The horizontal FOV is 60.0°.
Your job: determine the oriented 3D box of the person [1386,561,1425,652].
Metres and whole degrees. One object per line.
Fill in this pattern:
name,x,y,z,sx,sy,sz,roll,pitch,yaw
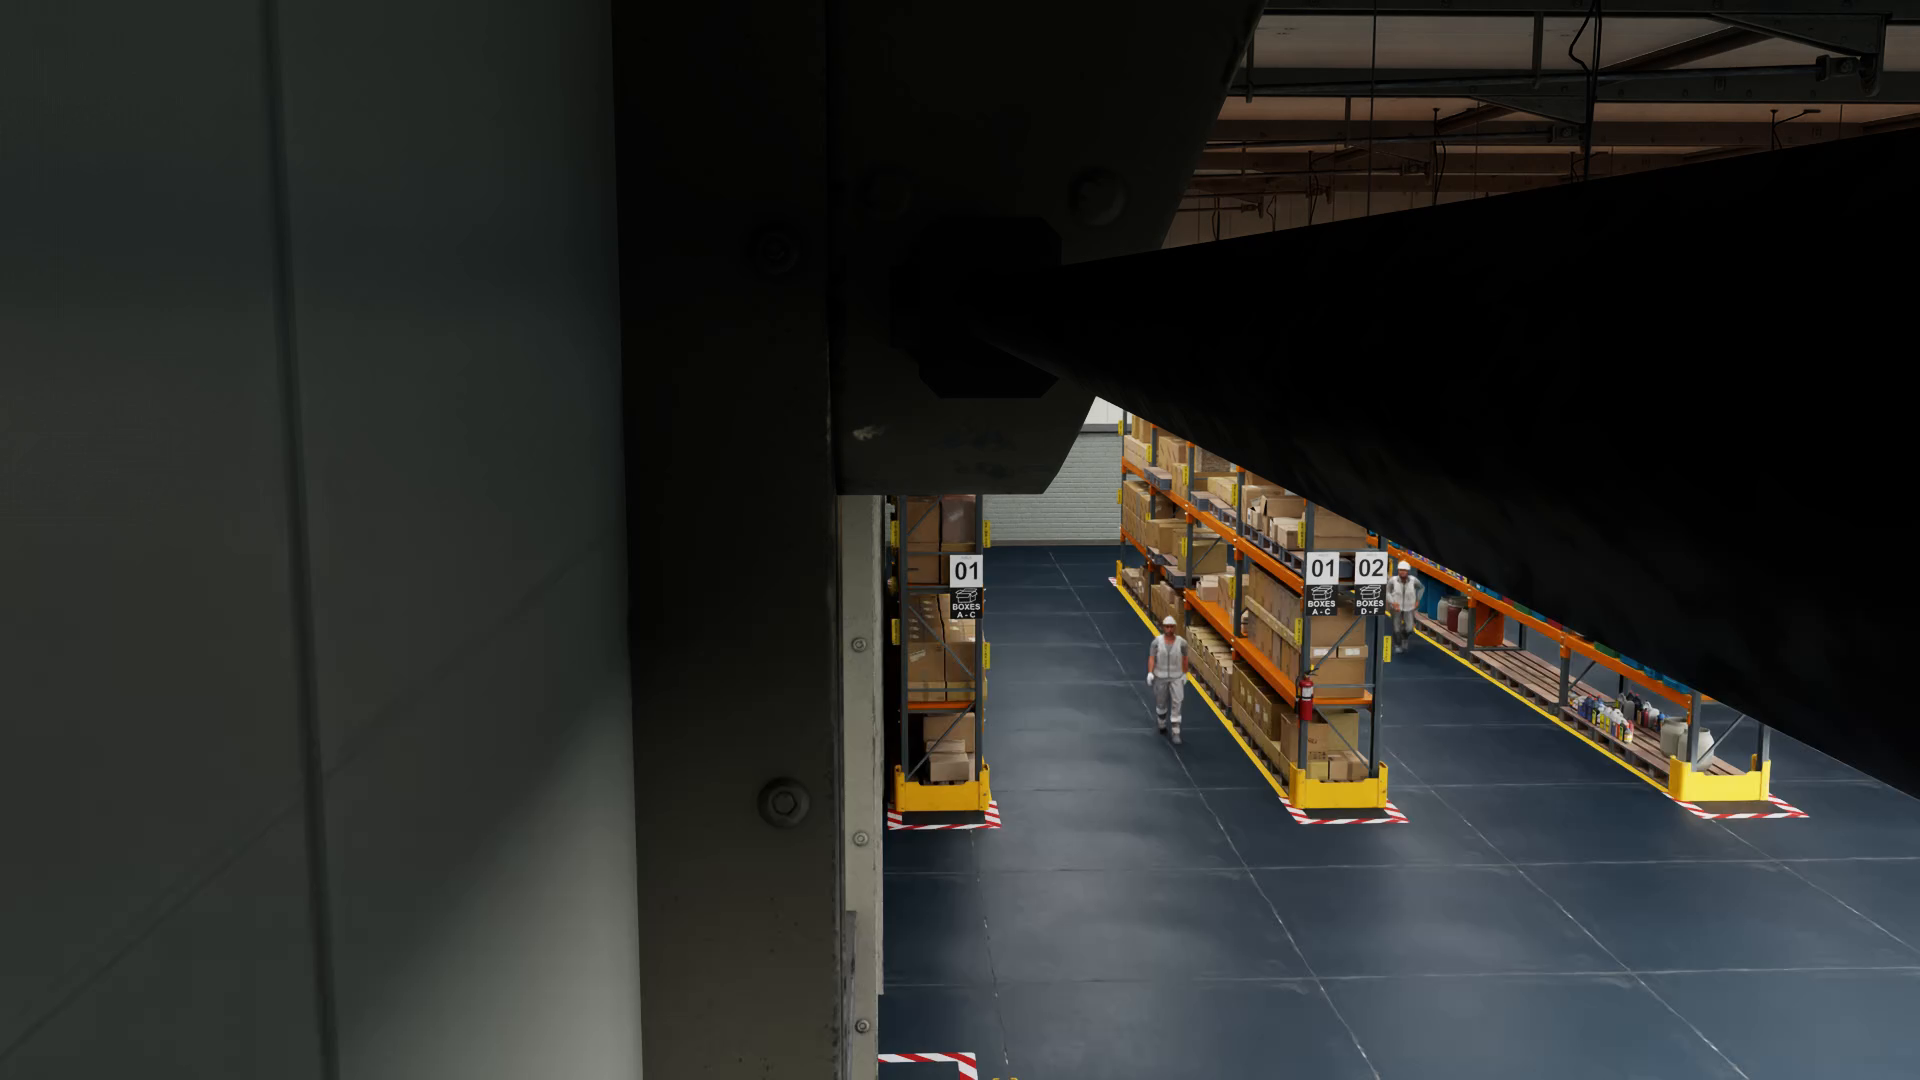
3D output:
person,7.832,1.182,29.340,0.704,1.683,0.713,1,9,8

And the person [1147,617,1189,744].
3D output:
person,2.973,1.958,23.749,0.622,1.724,1.041,0,8,1

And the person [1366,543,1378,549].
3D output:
person,9.447,-0.116,38.191,0.764,1.664,0.461,2,9,16
